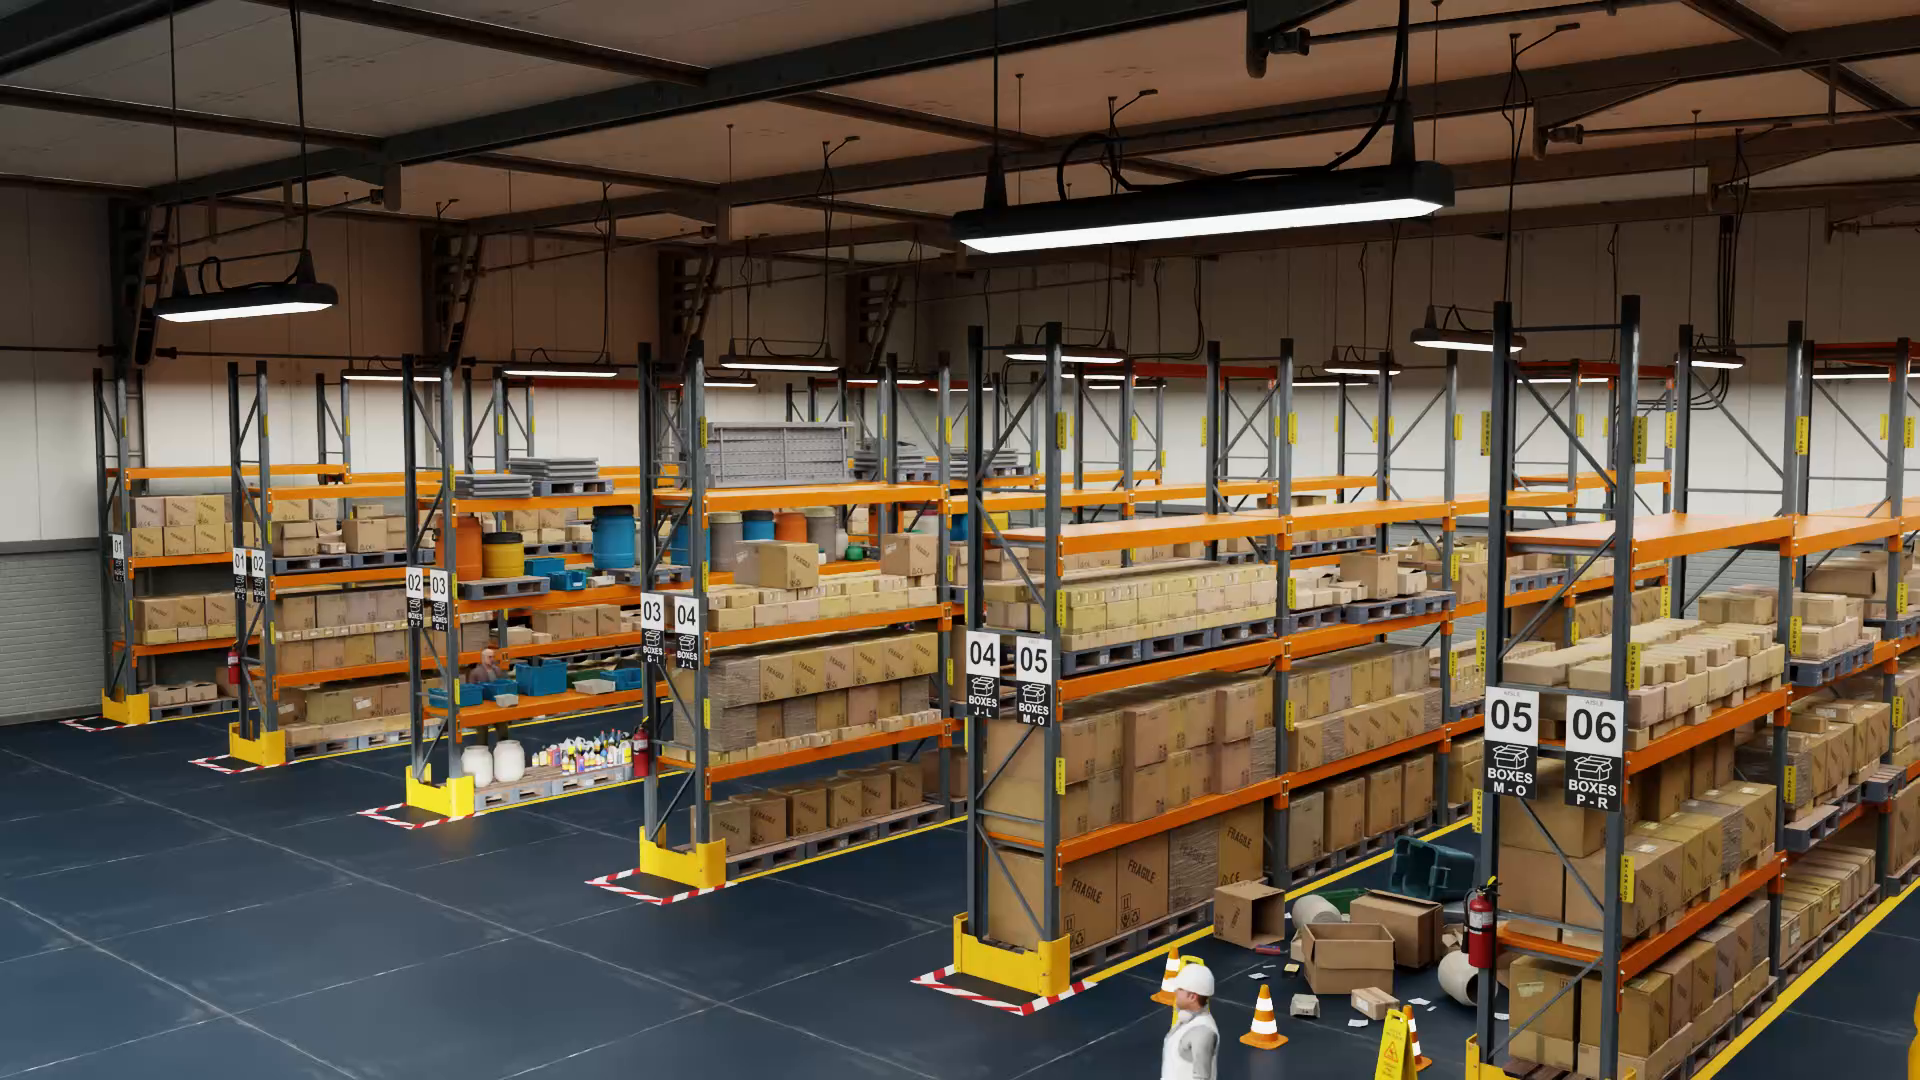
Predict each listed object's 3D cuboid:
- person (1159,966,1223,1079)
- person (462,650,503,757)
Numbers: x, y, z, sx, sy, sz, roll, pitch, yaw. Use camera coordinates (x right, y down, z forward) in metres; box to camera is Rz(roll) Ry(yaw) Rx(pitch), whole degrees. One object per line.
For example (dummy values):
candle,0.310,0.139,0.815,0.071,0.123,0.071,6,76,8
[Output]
person,1.382,3.514,10.289,0.423,1.780,0.557,-1,4,-9
person,-6.976,2.508,24.335,0.640,1.809,0.459,-3,5,-32
